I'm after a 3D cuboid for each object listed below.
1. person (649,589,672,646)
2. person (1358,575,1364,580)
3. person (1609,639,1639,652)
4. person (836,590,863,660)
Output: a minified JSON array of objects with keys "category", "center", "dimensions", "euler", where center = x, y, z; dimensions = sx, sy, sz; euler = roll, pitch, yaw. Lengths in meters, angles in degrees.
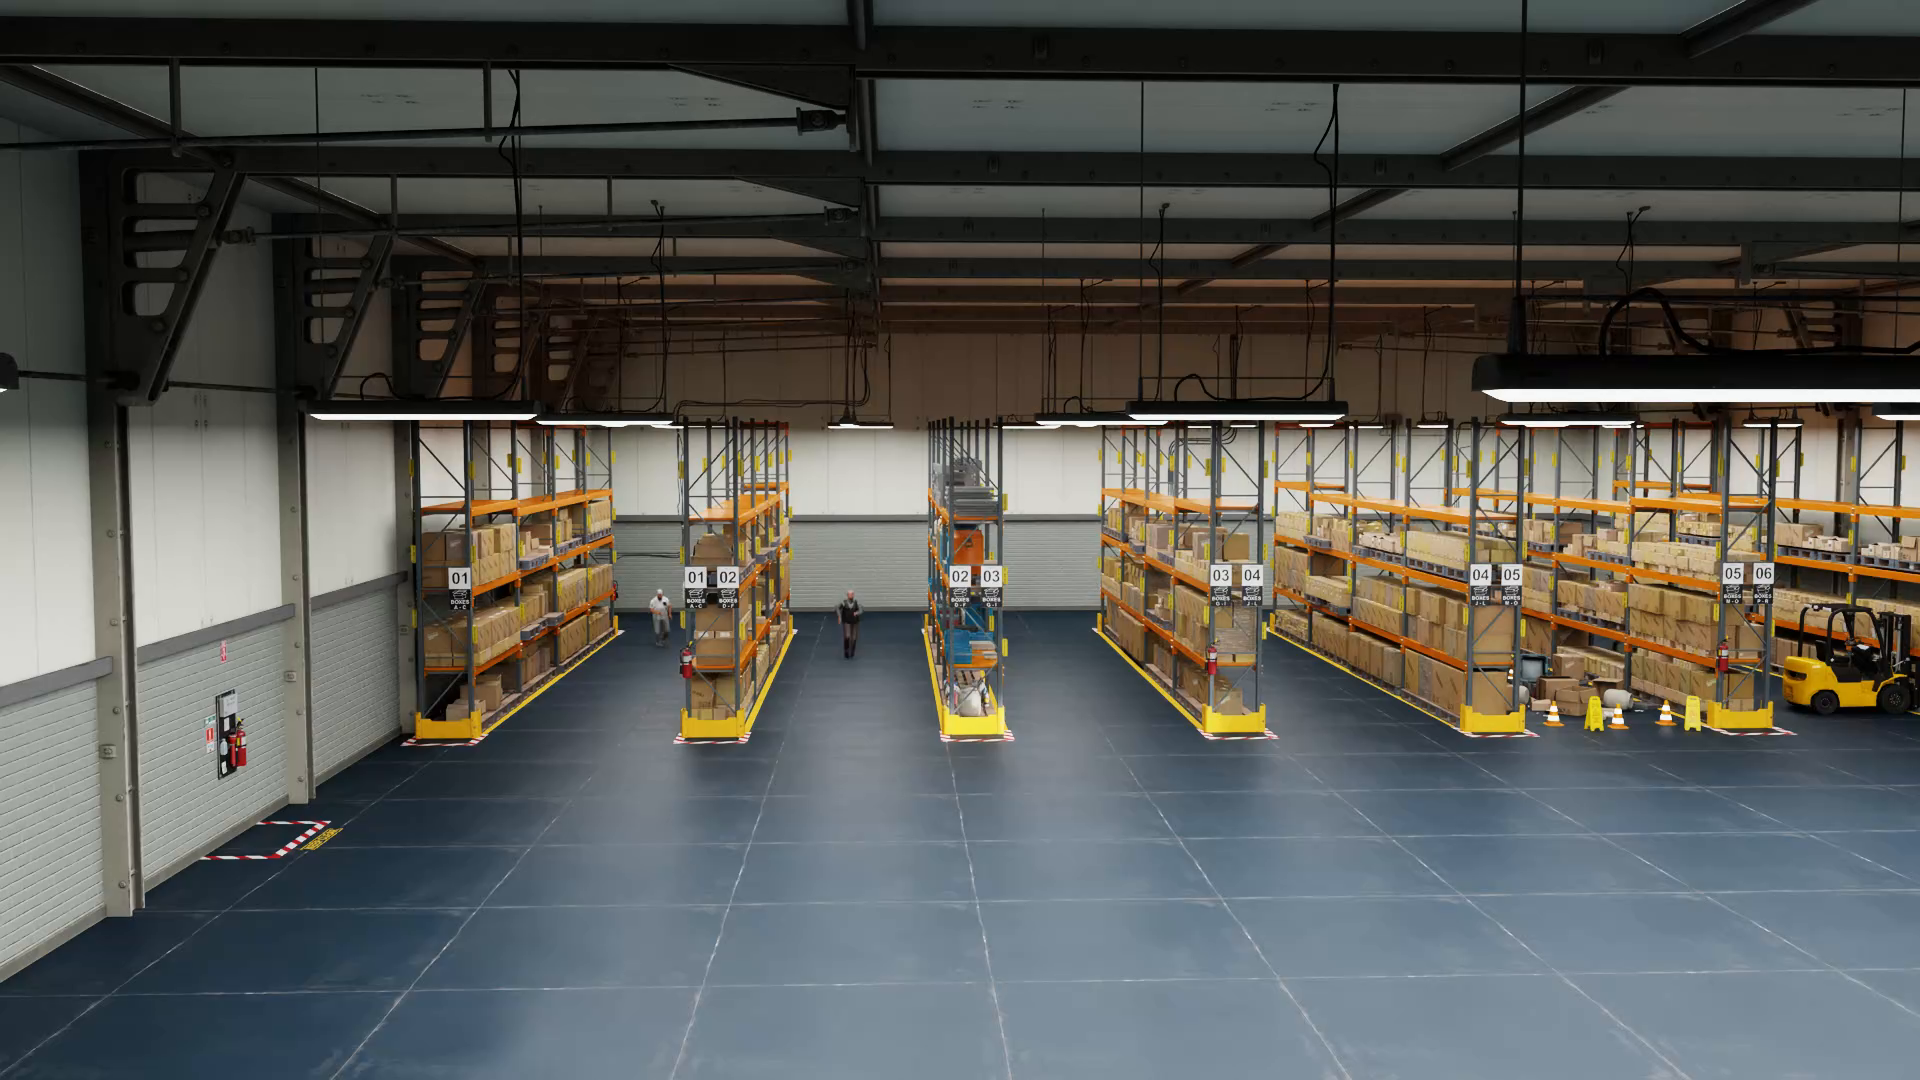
[{"category":"person","center":[-7.941,2.073,44.140],"dimensions":[0.605,1.555,0.766],"euler":[-1,4,-16]},{"category":"person","center":[11.227,1.845,46.300],"dimensions":[0.597,1.724,0.978],"euler":[-1,4,-9]},{"category":"person","center":[17.079,2.019,42.779],"dimensions":[0.655,1.765,1.000],"euler":[-1,4,-13]},{"category":"person","center":[-2.762,2.140,41.847],"dimensions":[0.646,1.748,0.723],"euler":[-1,4,-12]}]
